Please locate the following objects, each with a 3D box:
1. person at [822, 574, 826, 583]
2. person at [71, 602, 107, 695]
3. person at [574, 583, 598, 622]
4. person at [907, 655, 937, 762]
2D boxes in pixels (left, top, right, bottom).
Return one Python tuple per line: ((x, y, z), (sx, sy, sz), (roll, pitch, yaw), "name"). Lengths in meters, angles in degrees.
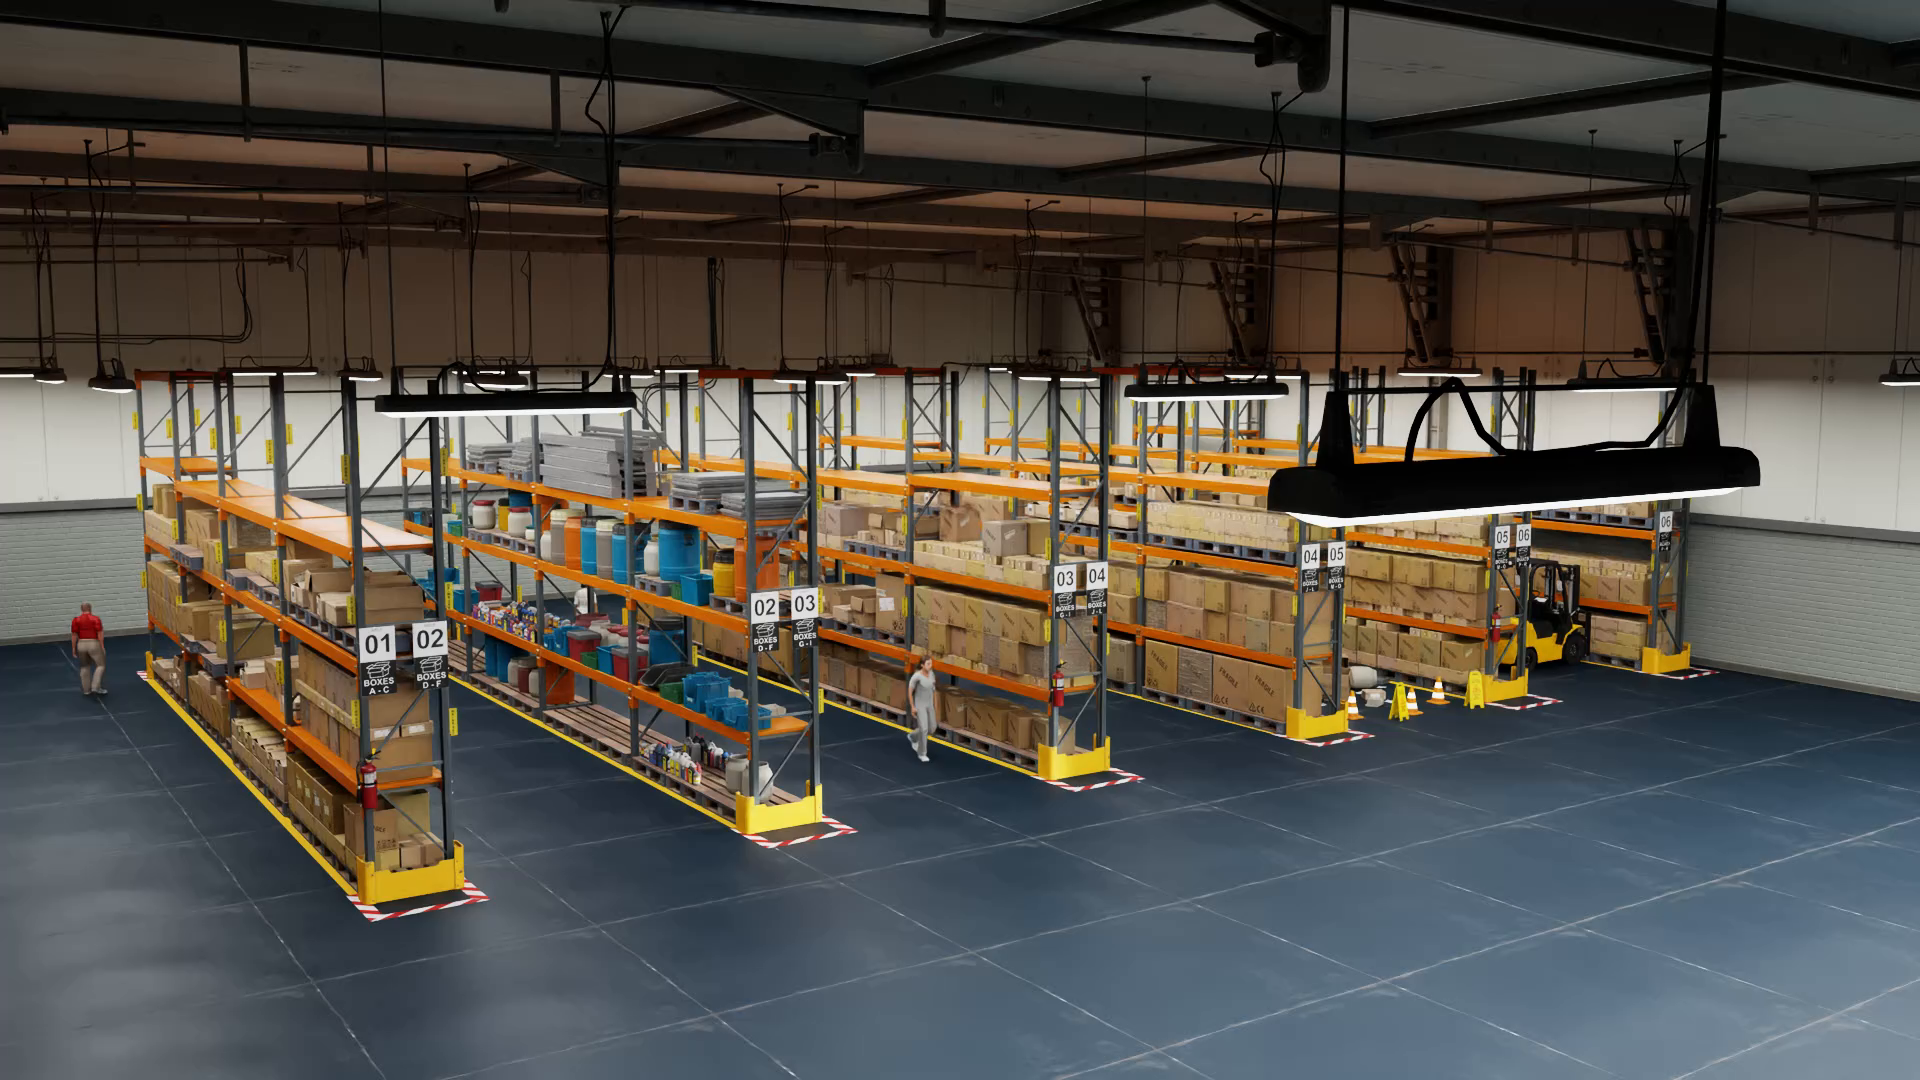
((-3.186, 1.306, 36.708), (0.609, 1.717, 1.114), (-5, 8, -39), "person")
((-16.119, 2.011, 30.757), (0.576, 1.723, 0.533), (-1, 6, -6), "person")
((-7.748, 1.617, 34.523), (0.531, 1.663, 0.498), (1, 6, 6), "person")
((-0.627, 2.641, 25.989), (0.523, 1.556, 0.640), (-6, 9, -42), "person")
